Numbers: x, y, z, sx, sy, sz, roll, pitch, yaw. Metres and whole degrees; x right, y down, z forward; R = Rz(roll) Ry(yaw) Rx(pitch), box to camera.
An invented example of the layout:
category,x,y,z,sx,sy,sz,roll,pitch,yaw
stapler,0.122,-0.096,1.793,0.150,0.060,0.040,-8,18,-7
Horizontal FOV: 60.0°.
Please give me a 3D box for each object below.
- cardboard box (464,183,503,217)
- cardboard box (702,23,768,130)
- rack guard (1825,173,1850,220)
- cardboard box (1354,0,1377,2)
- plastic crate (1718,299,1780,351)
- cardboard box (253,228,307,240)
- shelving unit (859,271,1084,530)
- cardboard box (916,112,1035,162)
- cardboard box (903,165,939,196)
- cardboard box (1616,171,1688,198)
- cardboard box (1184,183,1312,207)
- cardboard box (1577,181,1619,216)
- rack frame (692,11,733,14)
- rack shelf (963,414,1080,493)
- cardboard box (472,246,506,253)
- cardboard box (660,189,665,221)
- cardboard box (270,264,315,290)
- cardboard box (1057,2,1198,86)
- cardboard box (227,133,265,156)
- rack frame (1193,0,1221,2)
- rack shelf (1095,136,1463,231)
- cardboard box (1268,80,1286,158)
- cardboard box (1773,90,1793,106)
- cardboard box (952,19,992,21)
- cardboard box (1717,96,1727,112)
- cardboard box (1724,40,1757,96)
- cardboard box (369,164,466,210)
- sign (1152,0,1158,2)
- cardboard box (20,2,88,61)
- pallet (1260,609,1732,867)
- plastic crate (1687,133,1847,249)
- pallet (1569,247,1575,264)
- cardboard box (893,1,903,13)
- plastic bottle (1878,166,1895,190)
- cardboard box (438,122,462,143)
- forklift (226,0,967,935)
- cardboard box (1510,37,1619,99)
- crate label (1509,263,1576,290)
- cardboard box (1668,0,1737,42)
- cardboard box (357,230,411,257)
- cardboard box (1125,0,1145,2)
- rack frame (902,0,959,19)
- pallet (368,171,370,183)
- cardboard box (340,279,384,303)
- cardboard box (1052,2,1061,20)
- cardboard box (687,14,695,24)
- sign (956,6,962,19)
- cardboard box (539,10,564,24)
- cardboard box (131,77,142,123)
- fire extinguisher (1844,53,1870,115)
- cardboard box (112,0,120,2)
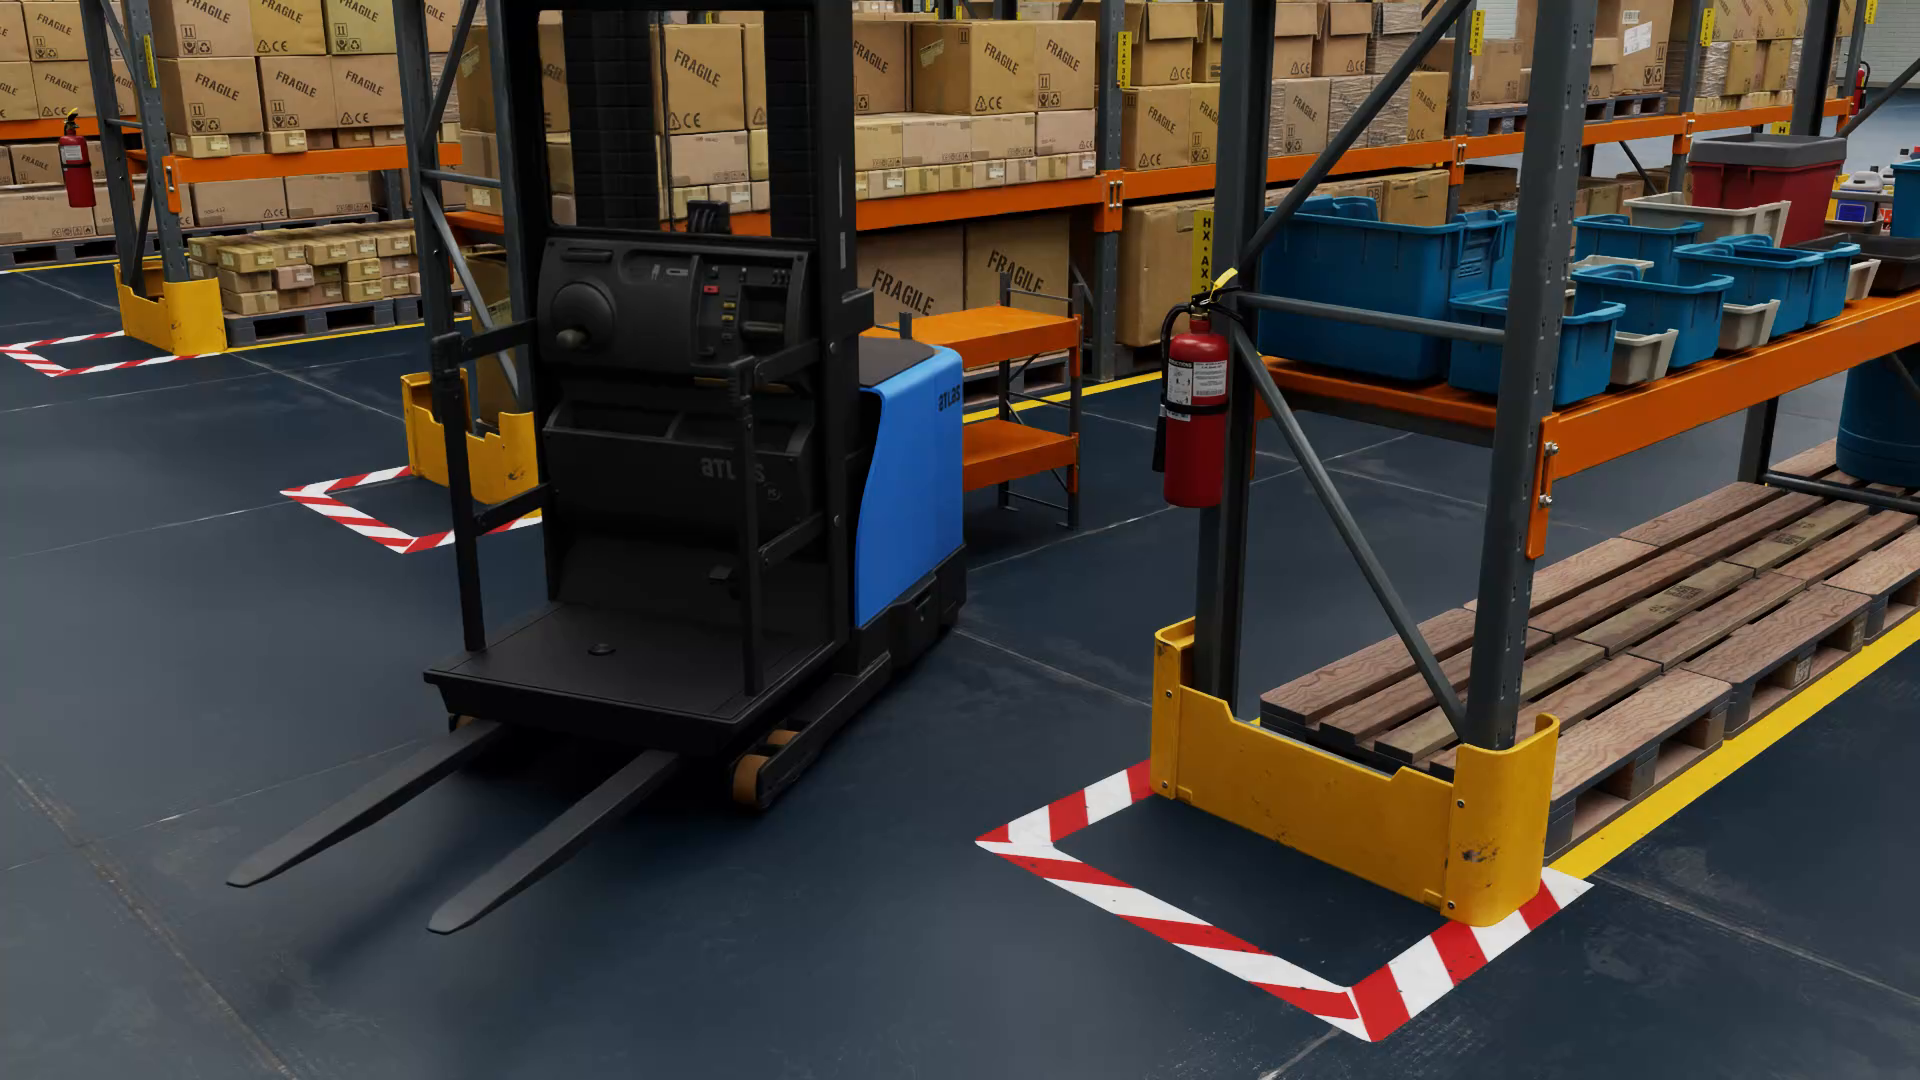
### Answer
category,x,y,z,sx,sy,sz,roll,pitch,yaw
cardboard box,-2.278,-1.719,8.330,0.250,0.149,0.380,-16,24,-40
cardboard box,-1.040,-2.374,8.489,0.500,0.500,0.500,-17,25,-42
rack guard,9.261,-3.874,18.623,0.348,0.500,1.175,-16,24,-41
cardboard box,4.553,-6.361,20.245,0.500,0.550,0.875,-16,24,-41
plastic crate,2.281,-0.654,4.968,0.298,0.136,0.250,-16,24,-41
cardboard box,-5.111,-2.241,12.511,0.250,0.149,0.380,-17,25,-42
shelving unit,-0.005,-0.534,7.307,1.048,1.125,0.538,-16,24,-41
cardboard box,0.082,-2.344,9.612,0.500,0.250,0.500,-15,23,-39
cardboard box,-0.334,-2.007,9.218,0.250,0.149,0.380,-17,24,-42
cardboard box,6.727,-3.318,16.228,0.500,0.500,0.500,17,25,42
cardboard box,1.696,-2.055,11.724,1.225,0.875,0.875,17,24,42
cardboard box,5.589,-3.030,15.306,0.500,0.500,0.700,-16,24,-41
rack frame,-3.812,-7.564,25.951,0.127,3.000,1.000,-16,24,-41
rack shelf,-0.005,-0.301,7.382,1.000,0.278,0.538,-16,24,-41
cardboard box,-3.749,-2.254,13.033,0.380,0.149,0.250,17,24,41
cardboard box,-1.640,-1.625,8.042,0.250,0.149,0.380,-17,24,-42
cardboard box,-4.850,-1.906,11.959,0.250,0.149,0.380,-16,24,-41
cardboard box,1.055,-3.199,10.698,0.637,0.503,0.797,-17,25,-42
cardboard box,-5.027,-2.761,11.544,0.250,0.149,0.380,-15,23,-39
rack frame,3.075,-5.365,19.168,0.127,3.000,1.000,-16,24,-41
rack shelf,2.050,-2.618,11.863,4.000,0.370,1.077,-16,24,-41
cardboard box,1.831,-2.838,11.213,0.500,0.500,0.500,-17,25,-42
cardboard box,8.233,-4.512,16.944,0.250,0.149,0.380,-16,24,-41
cardboard box,0.073,-2.919,10.170,0.500,0.500,0.500,-16,24,-41
cardboard box,7.125,-4.200,15.982,0.250,0.149,0.380,-16,24,-41
cardboard box,7.166,-4.600,16.166,0.500,0.500,0.875,-16,24,-41
cardboard box,-5.817,-4.096,18.018,0.875,0.875,0.875,-15,23,-39
sign,2.874,-7.873,24.513,0.005,0.325,0.100,-16,24,-41
cardboard box,-8.204,-4.582,14.970,0.500,0.500,0.500,-17,25,-42
pallet,1.719,0.581,5.349,1.213,0.211,1.003,-16,24,-41
plastic crate,3.178,-1.353,6.592,0.583,0.464,0.402,-16,24,-41
pallet,4.958,-2.480,14.792,1.213,0.211,1.003,-16,24,-41
cardboard box,-0.984,-7.130,22.234,0.250,0.149,0.380,-16,24,-41
plastic bottle,4.329,-1.601,7.760,0.135,0.276,0.152,-16,24,-41
cardboard box,-3.871,-3.090,12.558,0.250,0.149,0.380,-16,24,-40
forklift,-0.976,-0.730,4.983,1.130,2.935,3.031,7,19,20
cardboard box,5.213,-4.093,14.396,0.637,0.503,0.797,-13,22,-35
crate label,1.967,-0.818,5.475,0.243,0.136,0.396,-16,24,-41
cardboard box,6.911,-4.935,15.576,0.500,0.500,0.500,-16,24,-41
cardboard box,-4.310,-2.221,12.449,0.250,0.149,0.380,-15,23,-39
cardboard box,2.286,-7.808,24.437,0.500,0.500,0.700,-17,25,-42
rack frame,-0.399,-6.453,22.523,0.127,3.000,1.000,-16,24,-41
pallet,-8.173,-4.983,22.512,1.213,0.211,1.003,-16,24,-41
cardboard box,-4.473,-1.862,12.307,0.250,0.149,0.380,-16,24,-40
cardboard box,0.868,-5.241,17.002,0.500,0.500,0.700,-17,24,-42
cardboard box,-3.167,-6.153,20.272,0.500,0.500,0.500,17,25,42
sign,-0.015,-6.880,21.963,0.005,0.325,0.100,-16,24,-41
cardboard box,-3.266,-4.063,12.888,0.500,0.500,0.500,17,25,42
cardboard box,-5.495,-3.164,11.735,0.500,0.500,0.500,-16,24,-40
fire extinguisher,9.716,-4.964,18.056,0.183,0.674,0.296,-16,24,-41
cardboard box,-7.718,-5.026,15.289,0.250,0.149,0.380,-16,24,-40
